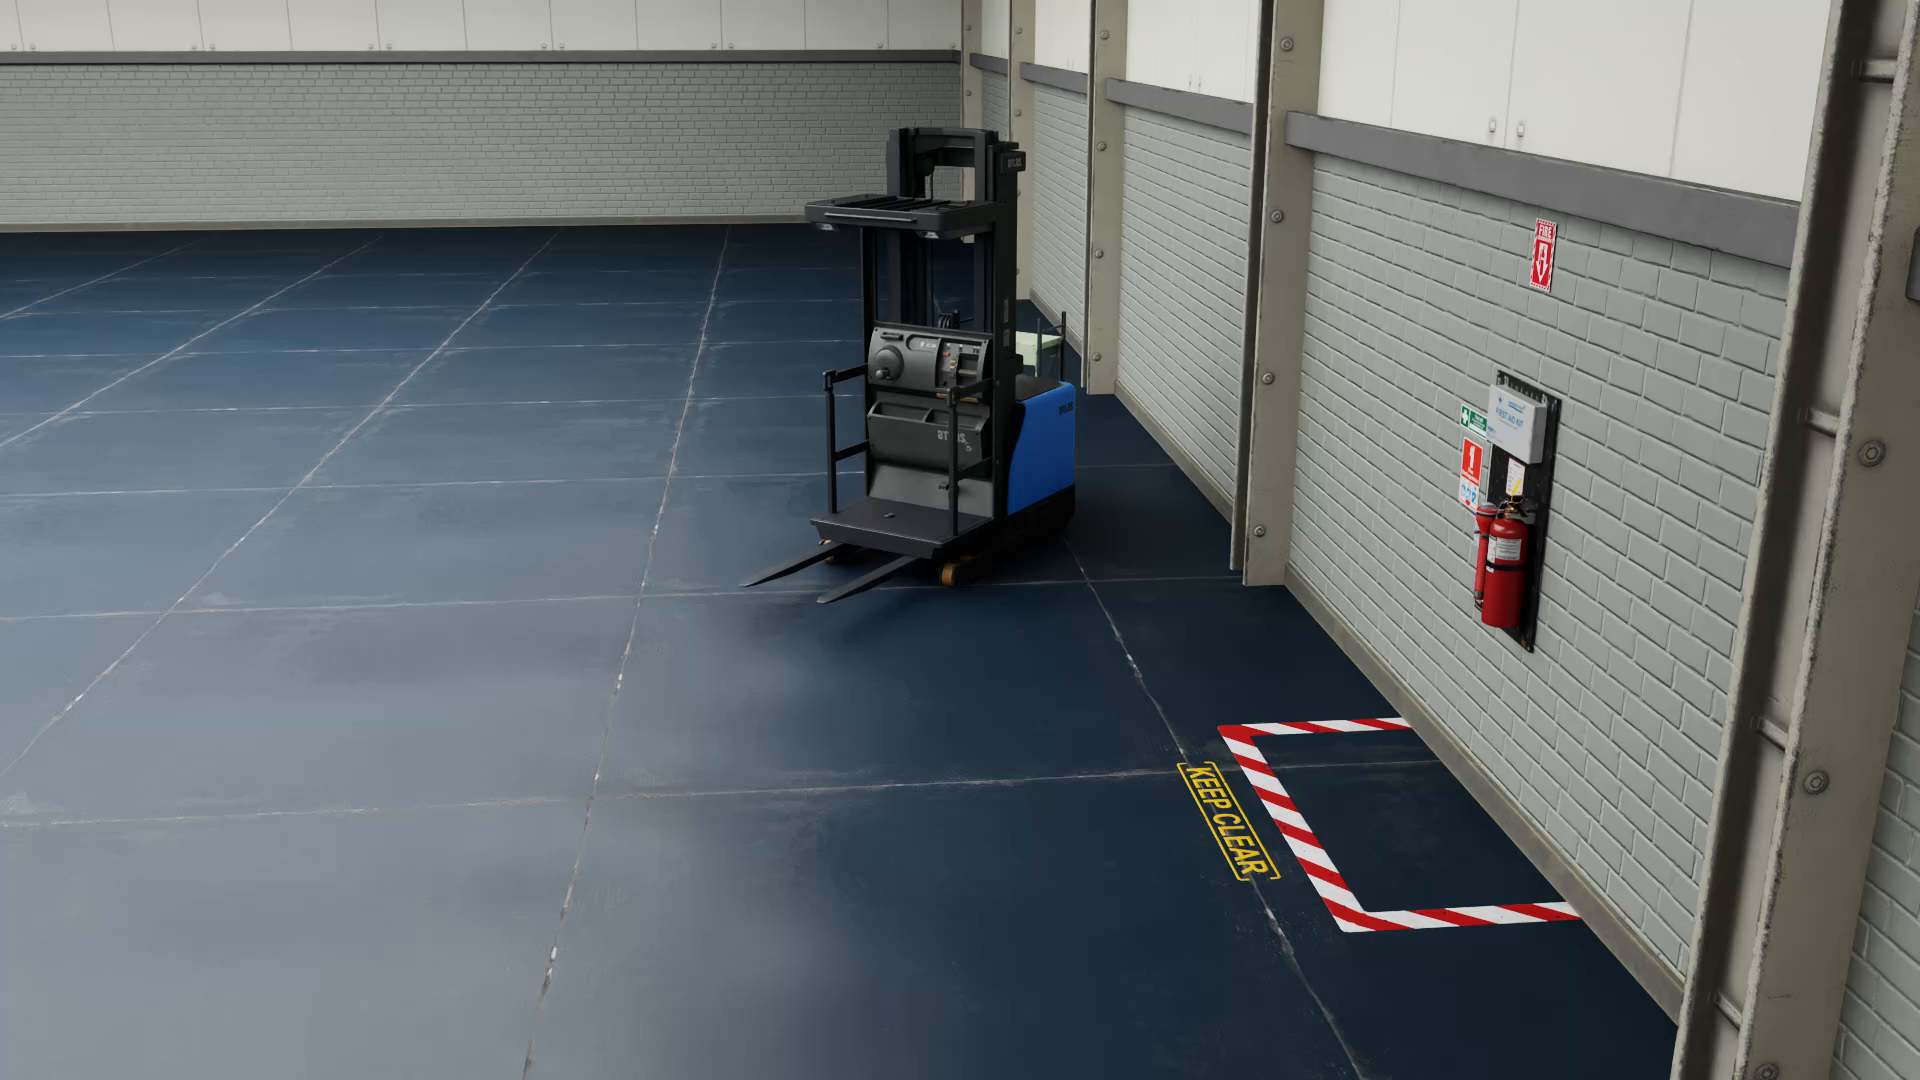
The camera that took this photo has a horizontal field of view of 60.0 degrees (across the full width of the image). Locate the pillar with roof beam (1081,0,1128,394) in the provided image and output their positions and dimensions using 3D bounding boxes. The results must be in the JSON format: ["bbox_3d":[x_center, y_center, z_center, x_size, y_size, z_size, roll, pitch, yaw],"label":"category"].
[{"bbox_3d":[-2.852,-5.703,15.320,9.100,9.000,0.400,-2,18,-6],"label":"pillar with roof beam"}]

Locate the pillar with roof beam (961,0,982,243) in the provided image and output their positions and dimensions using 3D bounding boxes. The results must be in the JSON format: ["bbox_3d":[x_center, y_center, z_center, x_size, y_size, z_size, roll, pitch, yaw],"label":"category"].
[{"bbox_3d":[-4.089,-9.279,26.708,9.100,9.000,0.400,-2,18,-6],"label":"pillar with roof beam"}]

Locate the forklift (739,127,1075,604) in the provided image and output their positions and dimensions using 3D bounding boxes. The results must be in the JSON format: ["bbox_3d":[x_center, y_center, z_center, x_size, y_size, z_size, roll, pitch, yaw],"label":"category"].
[{"bbox_3d":[-0.329,-1.237,11.225,1.130,2.935,3.031,10,20,30],"label":"forklift"}]

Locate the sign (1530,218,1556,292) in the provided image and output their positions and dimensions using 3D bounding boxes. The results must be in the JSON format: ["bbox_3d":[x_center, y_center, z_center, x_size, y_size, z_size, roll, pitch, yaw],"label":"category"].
[{"bbox_3d":[2.549,-1.248,7.274,0.001,0.298,0.199,-2,18,-6],"label":"sign"}]

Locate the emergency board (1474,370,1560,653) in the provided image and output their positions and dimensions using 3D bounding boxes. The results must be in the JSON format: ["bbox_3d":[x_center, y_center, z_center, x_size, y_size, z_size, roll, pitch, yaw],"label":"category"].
[{"bbox_3d":[2.451,-0.136,7.603,0.194,1.169,0.643,-2,18,-6],"label":"emergency board"}]

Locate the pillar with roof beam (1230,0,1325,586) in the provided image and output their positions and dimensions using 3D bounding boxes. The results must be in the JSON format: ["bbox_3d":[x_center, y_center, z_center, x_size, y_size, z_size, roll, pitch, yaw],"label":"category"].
[{"bbox_3d":[-2.233,-3.916,9.626,9.100,9.000,0.400,-2,18,-6],"label":"pillar with roof beam"}]

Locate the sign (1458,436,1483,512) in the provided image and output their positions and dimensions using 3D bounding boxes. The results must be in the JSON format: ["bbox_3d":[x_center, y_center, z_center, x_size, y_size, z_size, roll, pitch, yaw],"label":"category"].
[{"bbox_3d":[2.497,-0.321,8.133,0.001,0.329,0.234,-2,18,-6],"label":"sign"}]

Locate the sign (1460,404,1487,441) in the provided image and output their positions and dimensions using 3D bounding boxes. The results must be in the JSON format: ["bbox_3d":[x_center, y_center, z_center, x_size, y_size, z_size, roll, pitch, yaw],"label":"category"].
[{"bbox_3d":[2.488,-0.572,8.048,0.001,0.109,0.331,-2,18,-6],"label":"sign"}]

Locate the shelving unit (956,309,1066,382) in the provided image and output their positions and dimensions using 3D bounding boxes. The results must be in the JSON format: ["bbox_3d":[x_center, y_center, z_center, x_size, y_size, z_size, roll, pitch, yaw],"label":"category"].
[{"bbox_3d":[0.390,-1.050,13.017,0.755,1.500,0.431,11,20,31],"label":"shelving unit"}]

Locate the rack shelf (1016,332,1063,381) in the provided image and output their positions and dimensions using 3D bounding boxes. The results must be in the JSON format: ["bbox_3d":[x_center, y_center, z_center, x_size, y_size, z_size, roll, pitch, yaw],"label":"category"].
[{"bbox_3d":[0.390,-1.422,12.900,0.720,0.370,0.431,11,20,31],"label":"rack shelf"}]

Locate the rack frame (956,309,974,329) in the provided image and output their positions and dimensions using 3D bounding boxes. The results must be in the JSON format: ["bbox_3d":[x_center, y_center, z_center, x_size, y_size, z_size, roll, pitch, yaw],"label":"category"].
[{"bbox_3d":[0.083,-1.109,13.206,0.023,1.500,0.400,11,20,31],"label":"rack frame"}]

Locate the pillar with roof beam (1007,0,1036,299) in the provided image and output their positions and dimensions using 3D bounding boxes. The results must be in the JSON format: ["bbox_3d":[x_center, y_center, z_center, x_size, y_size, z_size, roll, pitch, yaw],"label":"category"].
[{"bbox_3d":[-3.471,-7.491,21.014,9.100,9.000,0.400,-2,18,-6],"label":"pillar with roof beam"}]

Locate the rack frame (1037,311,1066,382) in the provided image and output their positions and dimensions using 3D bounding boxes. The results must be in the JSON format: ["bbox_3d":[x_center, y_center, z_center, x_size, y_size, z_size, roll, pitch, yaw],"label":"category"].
[{"bbox_3d":[0.697,-0.990,12.827,0.023,1.500,0.400,11,20,31],"label":"rack frame"}]
